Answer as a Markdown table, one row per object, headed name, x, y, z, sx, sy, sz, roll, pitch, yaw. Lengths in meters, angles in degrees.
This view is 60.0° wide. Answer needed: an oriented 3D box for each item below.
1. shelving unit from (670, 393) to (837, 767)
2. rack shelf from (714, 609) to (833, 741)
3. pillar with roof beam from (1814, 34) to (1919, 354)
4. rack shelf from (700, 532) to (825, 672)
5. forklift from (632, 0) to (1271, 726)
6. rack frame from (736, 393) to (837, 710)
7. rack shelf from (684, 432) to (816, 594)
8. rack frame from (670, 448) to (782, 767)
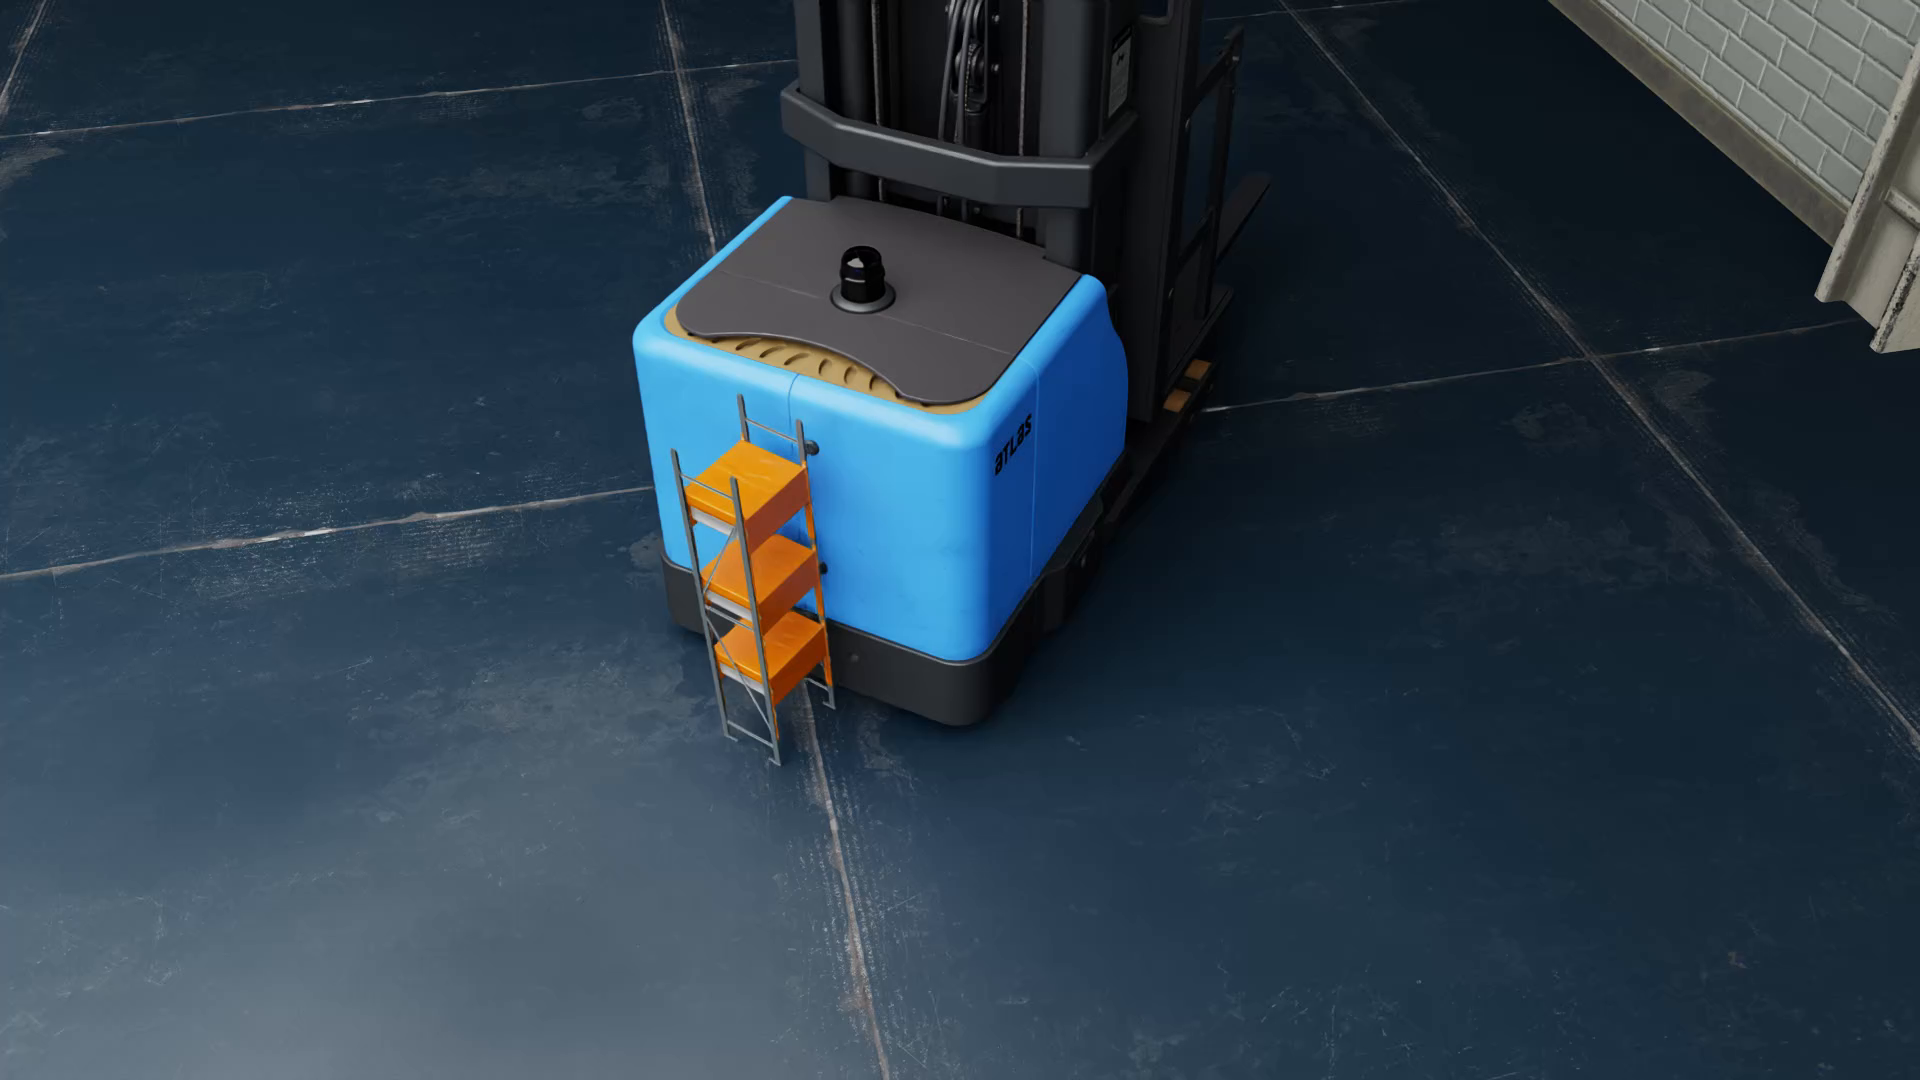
| name | x | y | z | sx | sy | sz | roll | pitch | yaw |
| --- | --- | --- | --- | --- | --- | --- | --- | --- | --- |
| shelving unit | -0.516 | 0.131 | 4.303 | 0.215 | 1.050 | 0.252 | 24 | 50 | 25 |
| rack shelf | -0.508 | 0.340 | 4.502 | 0.215 | 0.259 | 0.240 | 24 | 50 | 25 |
| pillar with roof beam | -0.779 | -3.573 | 2.496 | 9.100 | 9.000 | 0.400 | -8 | 42 | -9 |
| rack shelf | -0.516 | 0.139 | 4.311 | 0.215 | 0.259 | 0.240 | 24 | 50 | 25 |
| forklift | 0.246 | -1.563 | 4.802 | 1.130 | 2.935 | 3.031 | 18 | 45 | 19 |
| rack frame | -0.447 | 0.060 | 4.375 | 0.200 | 1.050 | 0.008 | 24 | 50 | 25 |
| rack shelf | -0.523 | -0.067 | 4.115 | 0.215 | 0.259 | 0.240 | 24 | 50 | 25 |
| rack frame | -0.585 | 0.202 | 4.232 | 0.200 | 1.050 | 0.008 | 24 | 50 | 25 |
